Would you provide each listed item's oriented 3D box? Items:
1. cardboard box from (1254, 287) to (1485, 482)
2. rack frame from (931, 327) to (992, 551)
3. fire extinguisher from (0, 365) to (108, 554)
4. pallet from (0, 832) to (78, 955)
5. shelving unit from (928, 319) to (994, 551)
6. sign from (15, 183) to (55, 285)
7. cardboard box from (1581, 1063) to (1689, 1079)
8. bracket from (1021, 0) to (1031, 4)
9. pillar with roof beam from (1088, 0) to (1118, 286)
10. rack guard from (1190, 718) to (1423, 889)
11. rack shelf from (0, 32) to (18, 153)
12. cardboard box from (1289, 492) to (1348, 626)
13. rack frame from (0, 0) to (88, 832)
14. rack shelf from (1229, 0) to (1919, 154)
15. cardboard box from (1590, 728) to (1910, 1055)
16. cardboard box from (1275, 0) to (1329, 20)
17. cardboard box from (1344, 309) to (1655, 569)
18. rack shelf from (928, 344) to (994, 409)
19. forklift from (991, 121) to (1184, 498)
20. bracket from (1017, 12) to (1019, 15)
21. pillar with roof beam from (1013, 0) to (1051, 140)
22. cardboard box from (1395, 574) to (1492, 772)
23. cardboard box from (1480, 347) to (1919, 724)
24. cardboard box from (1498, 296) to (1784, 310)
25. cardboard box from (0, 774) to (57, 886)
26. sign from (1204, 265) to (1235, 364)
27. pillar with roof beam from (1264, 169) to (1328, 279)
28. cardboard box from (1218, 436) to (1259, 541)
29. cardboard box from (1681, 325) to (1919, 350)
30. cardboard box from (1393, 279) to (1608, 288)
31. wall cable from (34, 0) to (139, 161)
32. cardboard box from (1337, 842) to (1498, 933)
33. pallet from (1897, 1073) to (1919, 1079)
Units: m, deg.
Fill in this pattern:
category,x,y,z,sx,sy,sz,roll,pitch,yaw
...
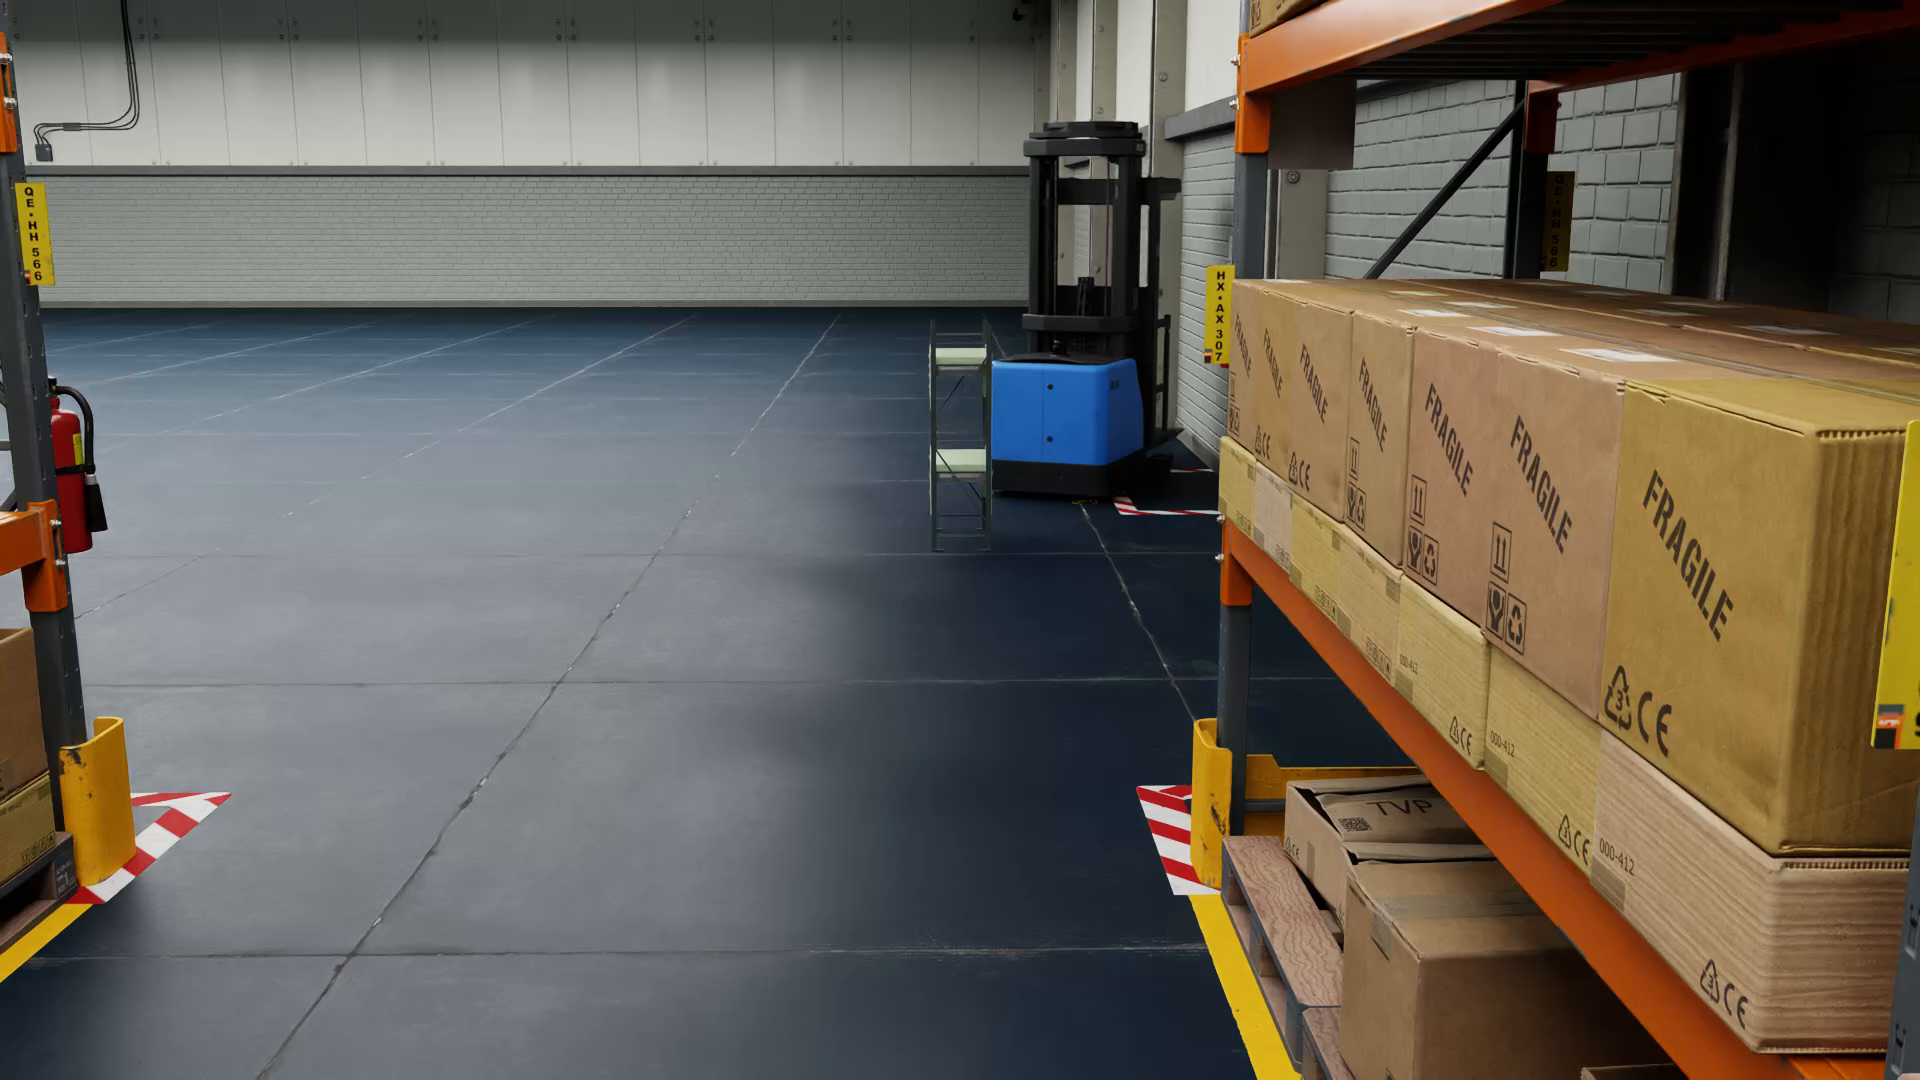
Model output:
category,x,y,z,sx,sy,sz,roll,pitch,yaw
cardboard box,1.119,-0.438,4.614,0.500,0.500,0.500,0,11,-1
rack frame,0.007,-0.664,11.058,0.400,1.500,0.023,0,11,-1
fire extinguisher,-3.081,-0.295,5.663,0.296,0.674,0.183,0,11,-1
pallet,-3.485,1.211,5.059,1.003,0.211,1.213,0,11,-1
shelving unit,0.000,-0.736,11.417,0.431,1.500,0.755,0,11,-1
sign,-3.000,-0.990,5.389,0.100,0.325,0.005,0,11,-1
cardboard box,1.431,1.270,2.935,0.500,0.500,0.500,-1,12,-5
bracket,1.323,-10.777,32.992,0.235,0.232,0.430,0,11,-1
pillar with roof beam,-2.387,-6.693,21.919,9.100,9.000,0.400,0,11,-1
rack guard,1.411,0.912,5.808,1.175,0.500,0.348,0,11,-1
rack shelf,-3.502,-1.027,3.344,1.077,0.370,4.000,0,11,-1
cardboard box,1.132,0.038,4.154,0.500,0.250,0.500,0,11,-2
rack frame,-3.543,-0.307,5.530,1.000,3.000,0.127,0,11,-1
rack shelf,1.451,-1.048,3.447,1.077,0.370,4.000,0,11,-1
cardboard box,1.179,0.437,2.185,0.500,0.250,0.500,0,11,-1
cardboard box,1.142,-1.683,4.464,0.500,0.500,0.500,1,11,3
cardboard box,1.146,-0.233,3.602,0.500,0.500,0.500,0,11,1
rack shelf,0.000,-1.119,11.339,0.431,0.370,0.720,0,11,-1
forklift,1.214,-2.014,14.113,1.130,2.935,3.031,5,12,22
bracket,1.269,-11.295,35.549,0.076,0.066,3.189,0,11,-1
pillar with roof beam,-2.635,-9.079,33.677,9.100,9.000,0.548,0,11,-1
cardboard box,1.151,0.238,3.166,0.500,0.250,0.500,0,11,-1
cardboard box,1.157,-0.029,2.599,0.500,0.500,0.500,0,11,-1
cardboard box,1.647,-0.337,4.115,0.500,0.500,0.500,-1,11,-3
cardboard box,-3.237,0.940,5.242,0.500,0.250,0.500,0,11,-1
sign,0.867,-0.750,5.537,0.100,0.325,0.005,0,11,-1
pillar with roof beam,-2.139,-4.308,10.161,9.100,9.000,0.400,0,11,-1
cardboard box,1.102,-0.166,5.162,0.500,0.250,0.500,-1,11,-3
cardboard box,1.680,-0.133,3.113,0.500,0.500,0.500,0,11,0
cardboard box,1.632,-0.539,5.115,0.500,0.500,0.500,0,11,-2
wall cable,-19.071,-11.261,35.878,2.305,6.003,0.169,0,11,-1
cardboard box,1.346,1.025,4.619,0.500,0.311,0.500,1,11,4
pallet,1.362,0.713,0.982,1.003,0.211,1.213,0,11,-1
